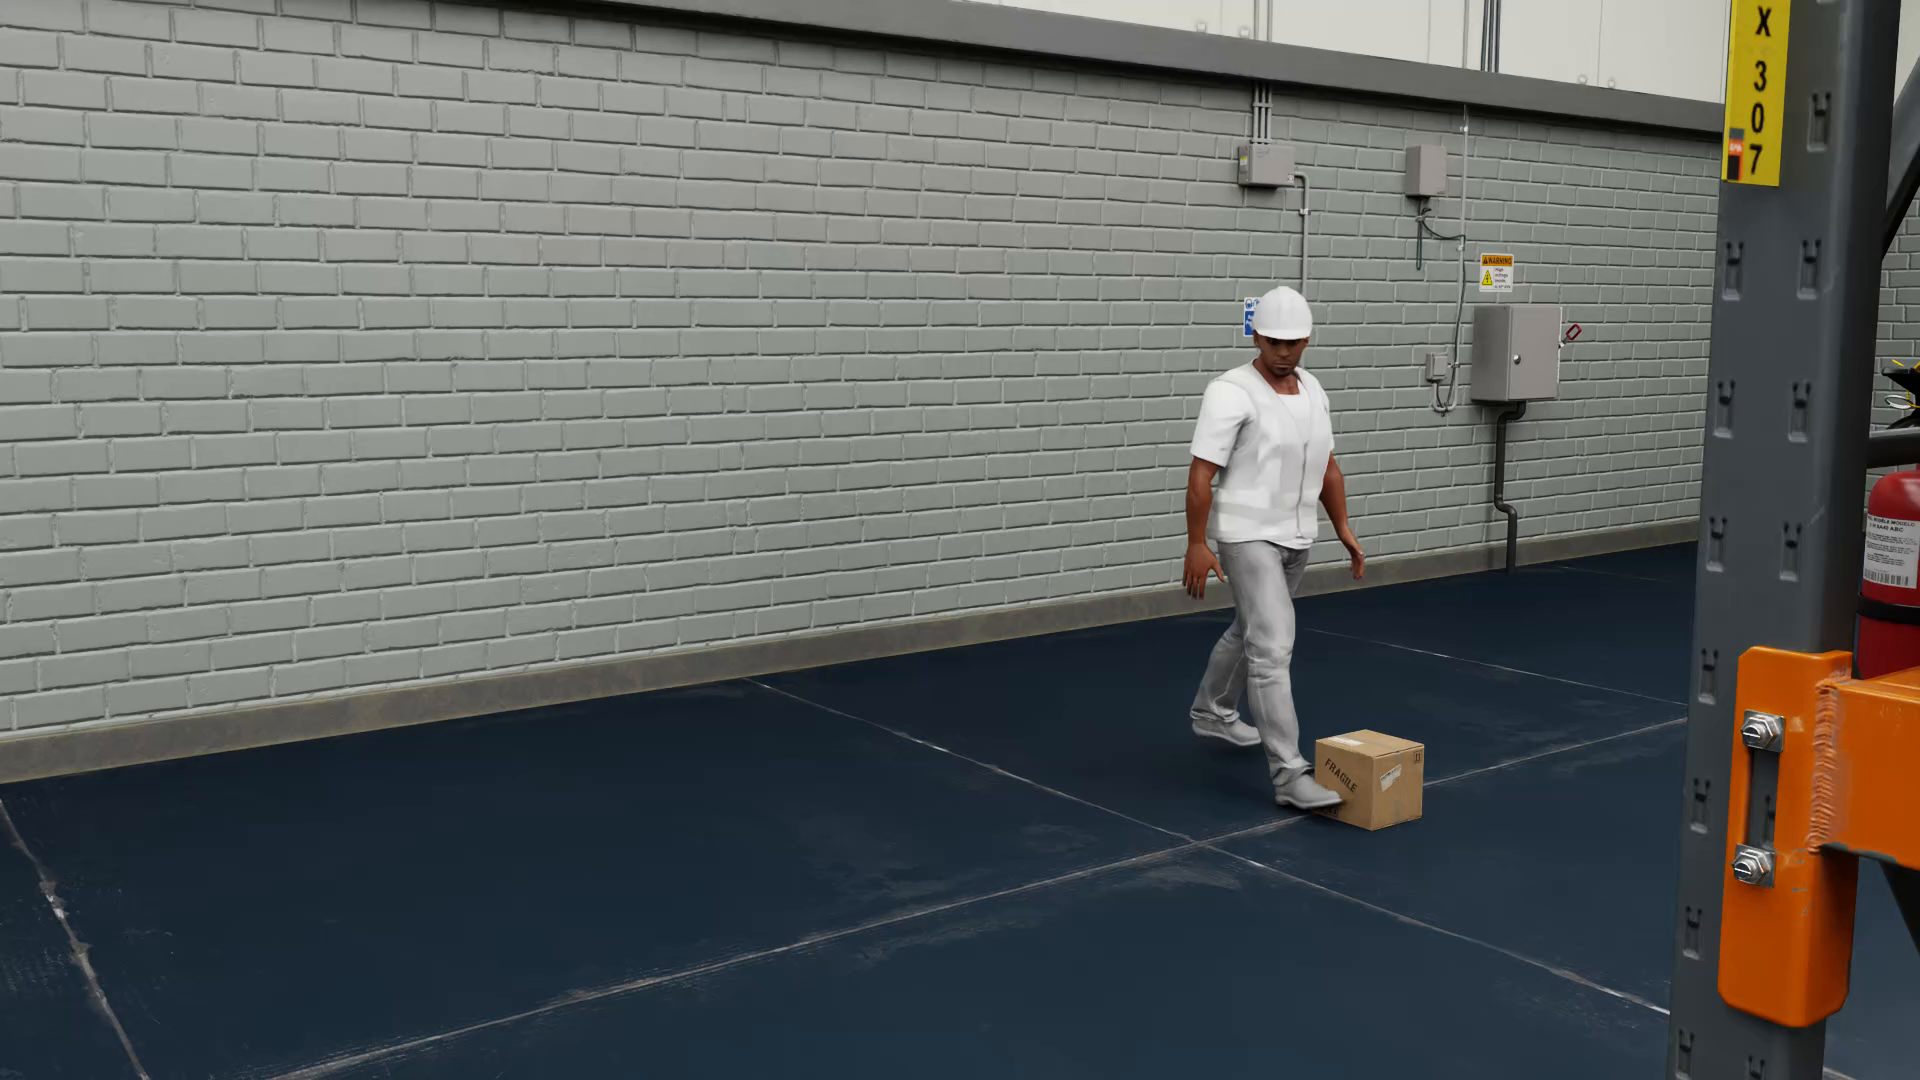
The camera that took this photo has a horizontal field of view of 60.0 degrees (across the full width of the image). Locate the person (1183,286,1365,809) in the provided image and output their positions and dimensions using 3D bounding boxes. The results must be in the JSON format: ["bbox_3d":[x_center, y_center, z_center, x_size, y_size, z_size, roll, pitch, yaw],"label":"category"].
[{"bbox_3d":[1.103,-0.006,5.811,0.666,1.738,0.941,-7,11,-43],"label":"person"}]
